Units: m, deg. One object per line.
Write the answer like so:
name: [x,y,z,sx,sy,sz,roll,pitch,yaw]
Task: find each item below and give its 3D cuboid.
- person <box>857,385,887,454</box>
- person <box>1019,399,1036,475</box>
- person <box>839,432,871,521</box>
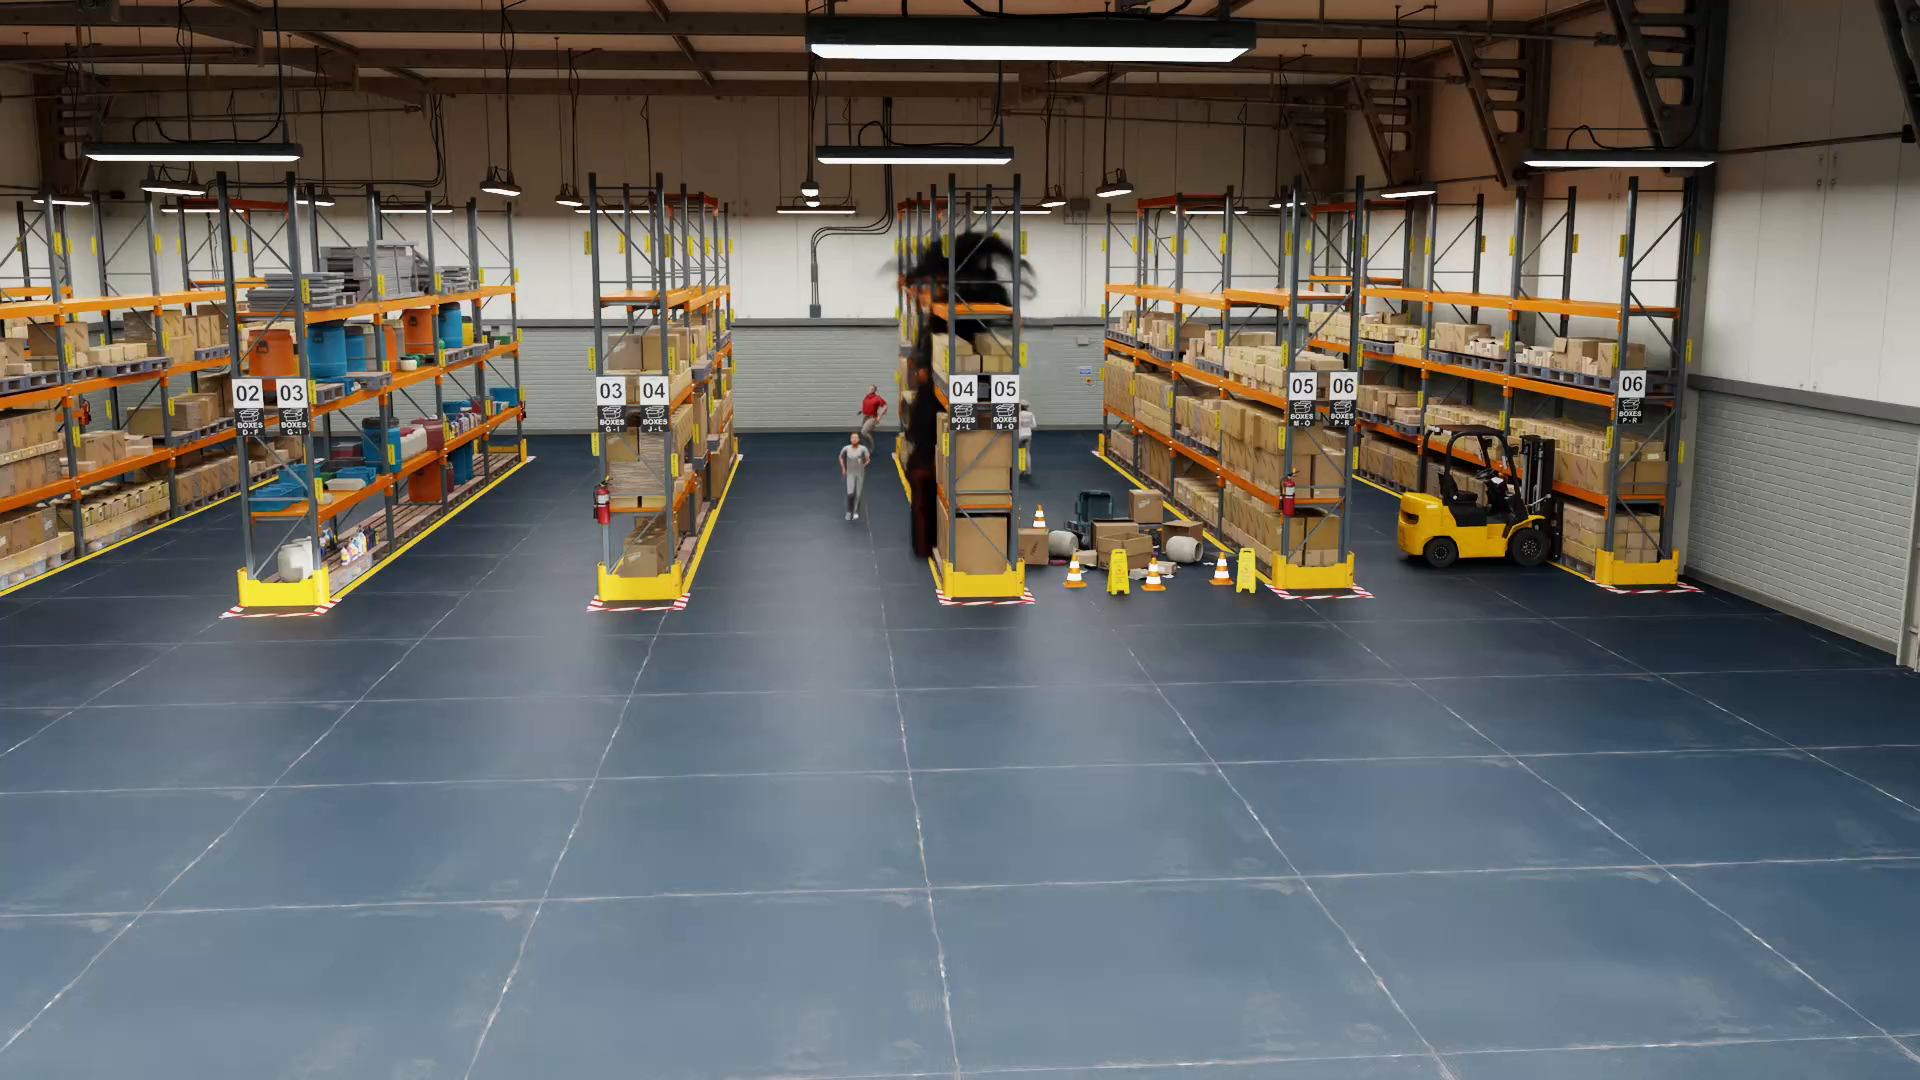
person: [-2.162,-2.888,40.249,0.613,1.729,0.733,-9,13,-41]
person: [1.400,-2.214,36.487,0.601,1.742,0.717,-3,10,-17]
person: [-1.922,-1.174,30.555,0.569,1.647,0.642,-1,10,-7]
